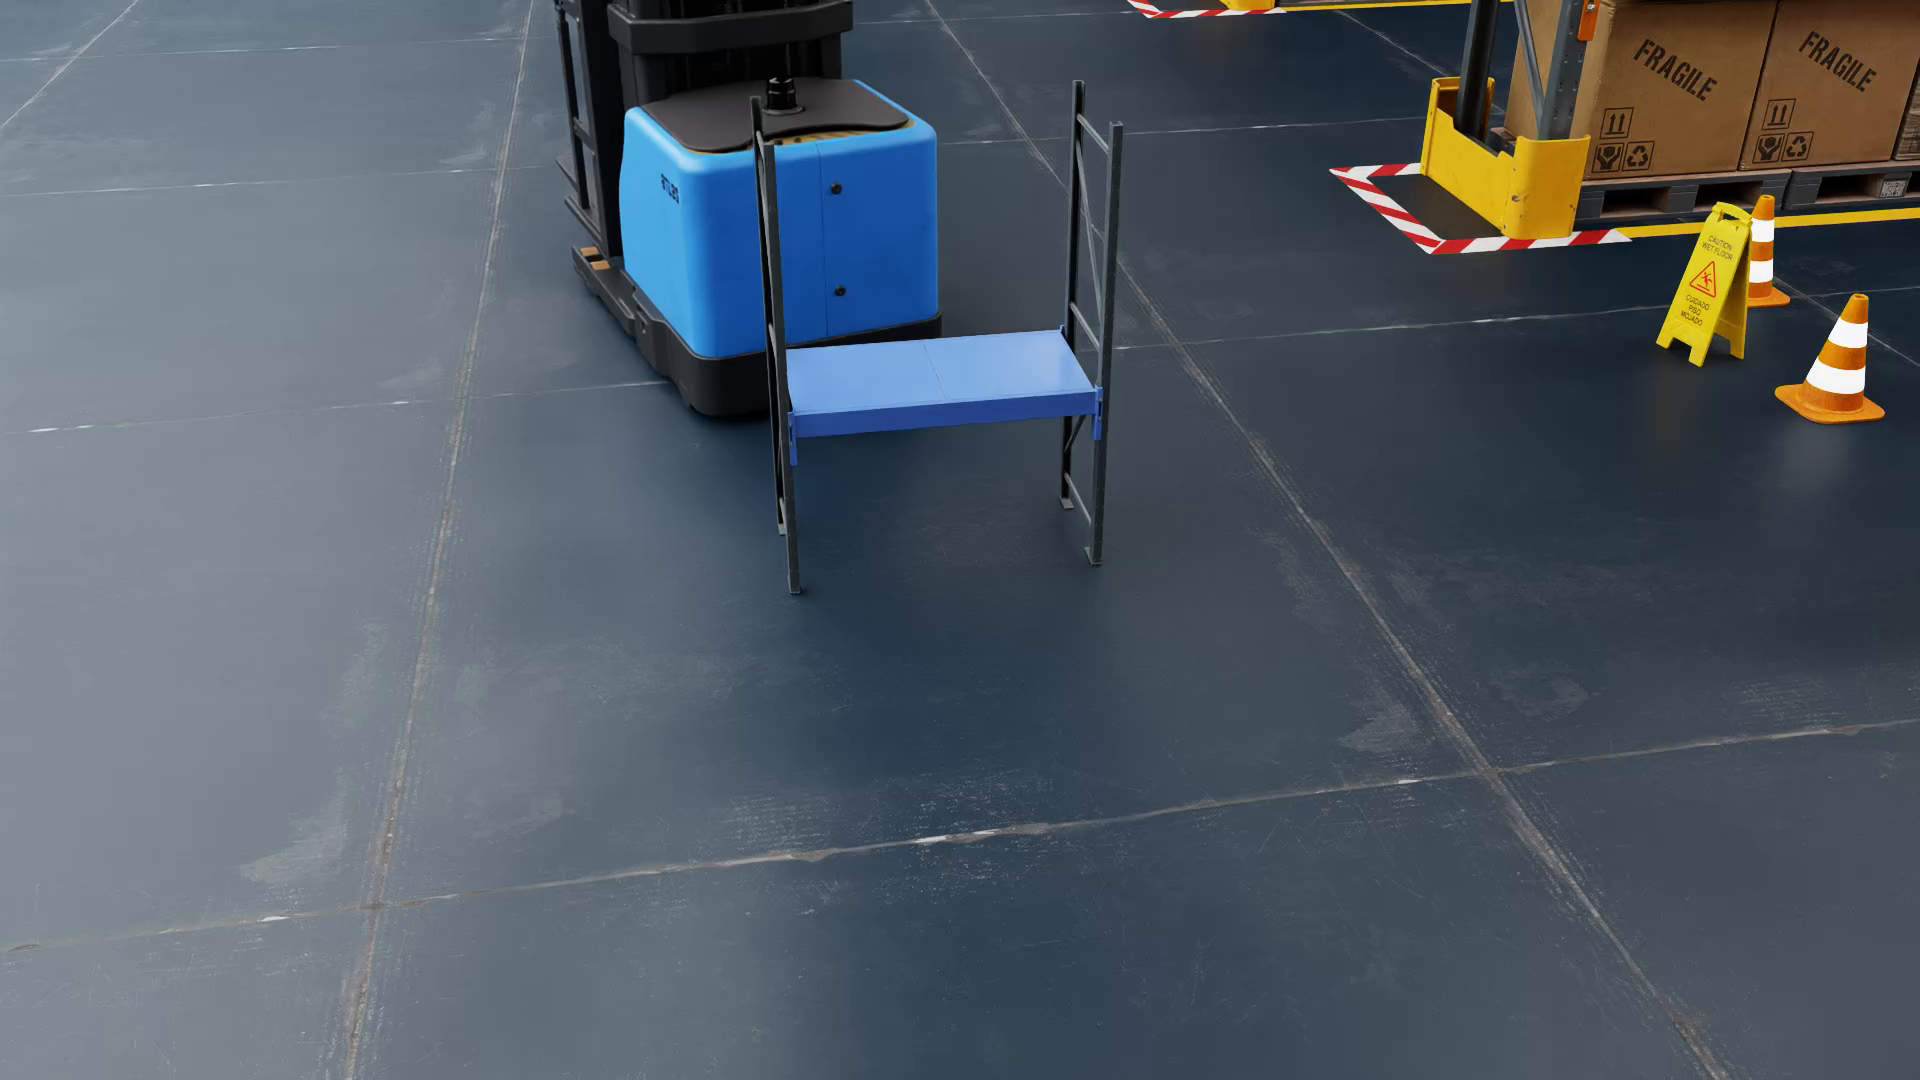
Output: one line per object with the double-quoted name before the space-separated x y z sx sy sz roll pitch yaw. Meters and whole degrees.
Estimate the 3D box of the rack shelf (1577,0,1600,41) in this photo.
"rack shelf" 4.807 -2.963 8.540 4.000 0.370 1.077 -5 31 -9

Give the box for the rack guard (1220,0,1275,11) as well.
"rack guard" 2.120 -4.503 12.914 0.348 0.500 1.175 -5 31 -9

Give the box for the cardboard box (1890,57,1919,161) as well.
"cardboard box" 5.257 -2.615 8.919 0.875 0.875 0.875 -5 31 -9

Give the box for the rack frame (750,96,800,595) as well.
"rack frame" -0.584 -0.592 5.278 0.032 1.500 0.500 -5 31 -9

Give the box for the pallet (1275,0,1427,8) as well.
"pallet" 2.926 -4.435 13.084 1.213 0.211 1.003 -5 31 -9

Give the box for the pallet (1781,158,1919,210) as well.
"pallet" 4.809 -2.111 9.131 1.213 0.211 1.003 -5 31 -9

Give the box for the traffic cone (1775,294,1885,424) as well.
"traffic cone" 3.487 -0.744 6.558 0.334 0.463 0.336 -5 31 -9

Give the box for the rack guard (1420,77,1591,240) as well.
"rack guard" 2.816 -2.011 8.677 0.348 0.500 1.175 -5 31 -9

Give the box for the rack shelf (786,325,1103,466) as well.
"rack shelf" -0.084 -0.484 5.448 1.000 0.185 0.538 -5 31 -9

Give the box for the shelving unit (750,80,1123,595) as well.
"shelving unit" -0.084 -0.639 5.357 1.048 1.500 0.538 -5 31 -9

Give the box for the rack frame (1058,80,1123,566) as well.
"rack frame" 0.416 -0.685 5.436 0.032 1.500 0.500 -5 31 -9

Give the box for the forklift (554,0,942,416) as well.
"forklift" -1.164 -2.469 7.056 1.130 2.935 3.031 -14 33 -22

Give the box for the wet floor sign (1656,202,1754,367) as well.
"wet floor sign" 3.167 -1.086 6.961 0.232 0.644 0.267 -11 32 -17

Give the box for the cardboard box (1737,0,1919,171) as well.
"cardboard box" 4.360 -2.532 8.779 0.875 0.875 0.875 -6 31 -10

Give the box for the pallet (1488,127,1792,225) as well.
"pallet" 3.612 -2.001 8.945 1.213 0.211 1.003 -5 31 -9

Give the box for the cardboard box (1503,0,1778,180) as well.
"cardboard box" 3.494 -2.451 8.641 0.875 0.875 0.875 -5 31 -9

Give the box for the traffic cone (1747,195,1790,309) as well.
"traffic cone" 3.617 -1.338 7.569 0.334 0.463 0.336 -5 31 -9

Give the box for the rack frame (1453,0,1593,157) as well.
"rack frame" 2.839 -3.091 8.047 0.127 3.000 1.000 -5 31 -9
